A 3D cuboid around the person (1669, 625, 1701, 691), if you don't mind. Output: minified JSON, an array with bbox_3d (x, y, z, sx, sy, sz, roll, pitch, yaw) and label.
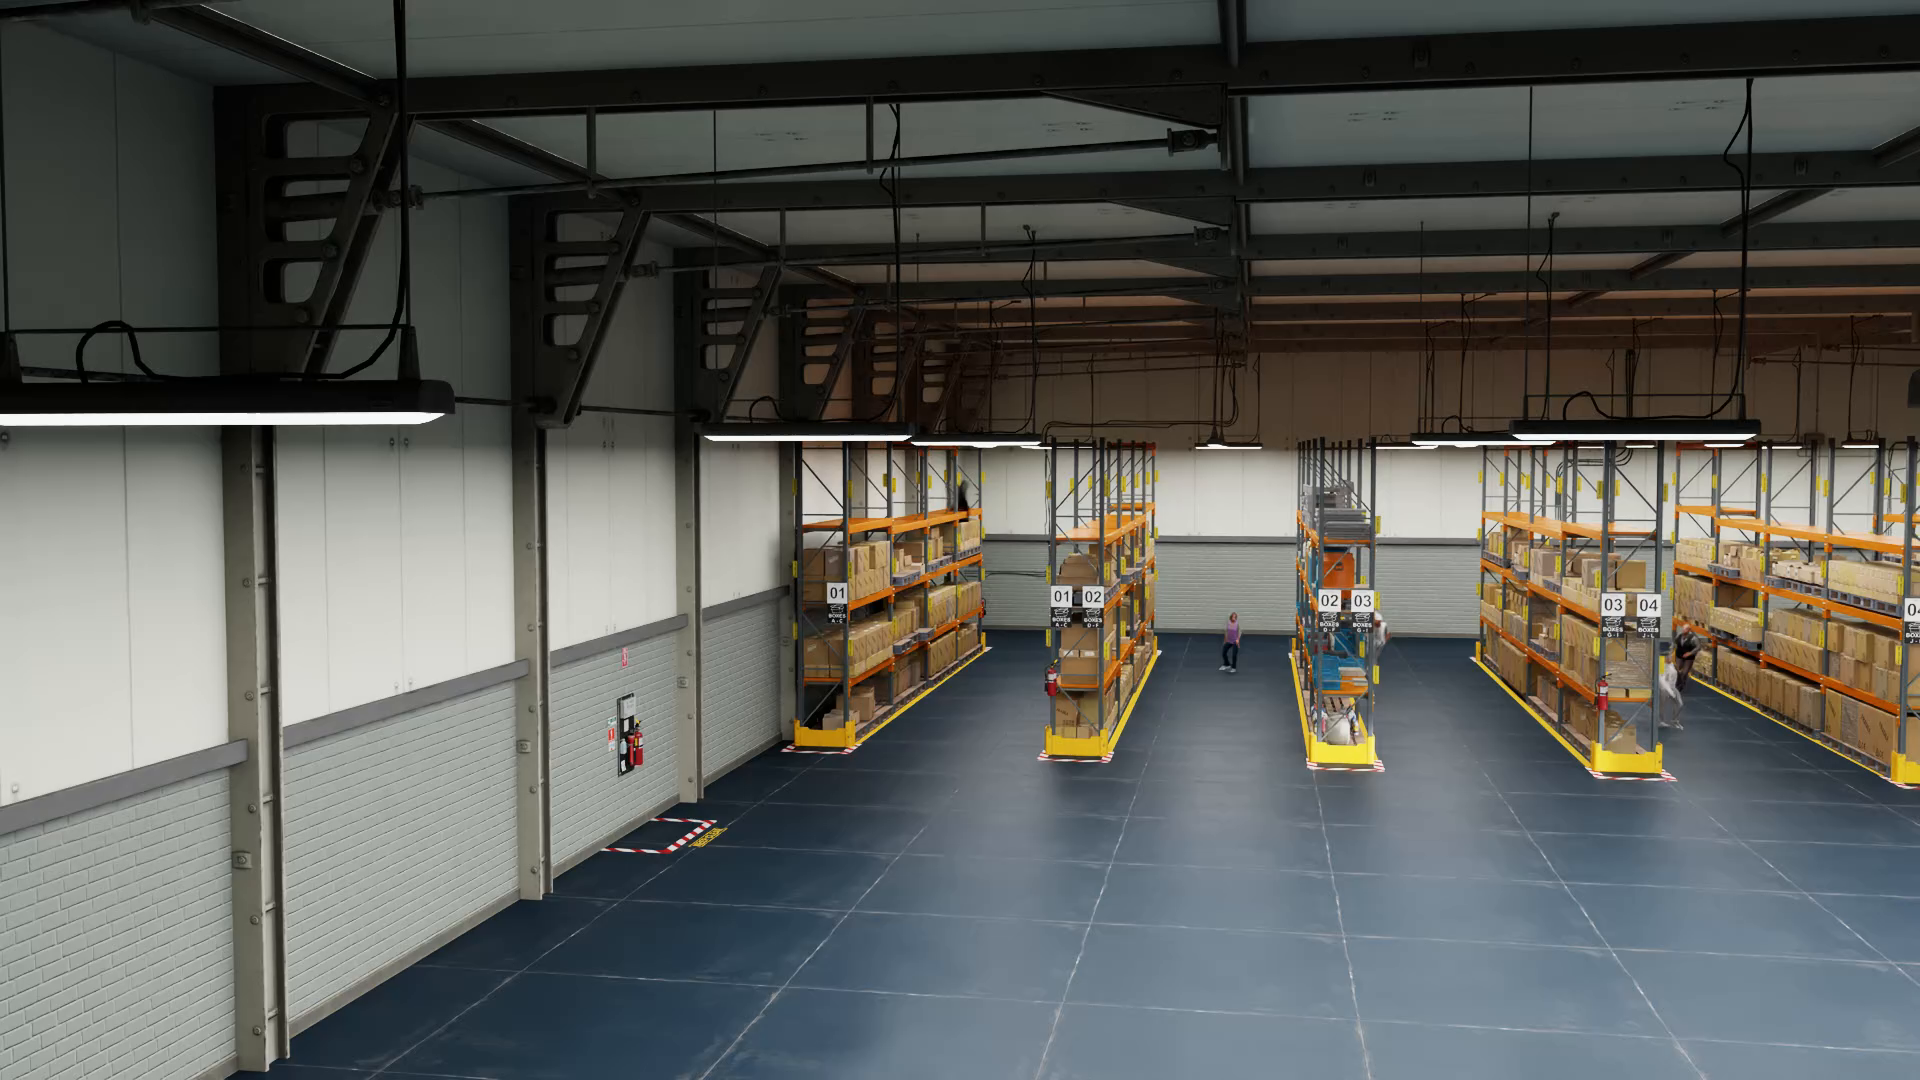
[{"bbox_3d":[17.344,2.826,39.775,0.719,1.630,0.529,2,4,38],"label":"person"}]

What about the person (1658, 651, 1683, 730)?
[{"bbox_3d":[14.589,3.087,34.251,0.628,1.656,0.638,-1,3,-26],"label":"person"}]

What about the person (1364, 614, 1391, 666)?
[{"bbox_3d":[10.668,2.665,42.654,0.695,1.616,1.126,0,3,9],"label":"person"}]

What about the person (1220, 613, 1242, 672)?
[{"bbox_3d":[6.997,2.665,43.075,0.651,1.558,0.567,2,3,28],"label":"person"}]
